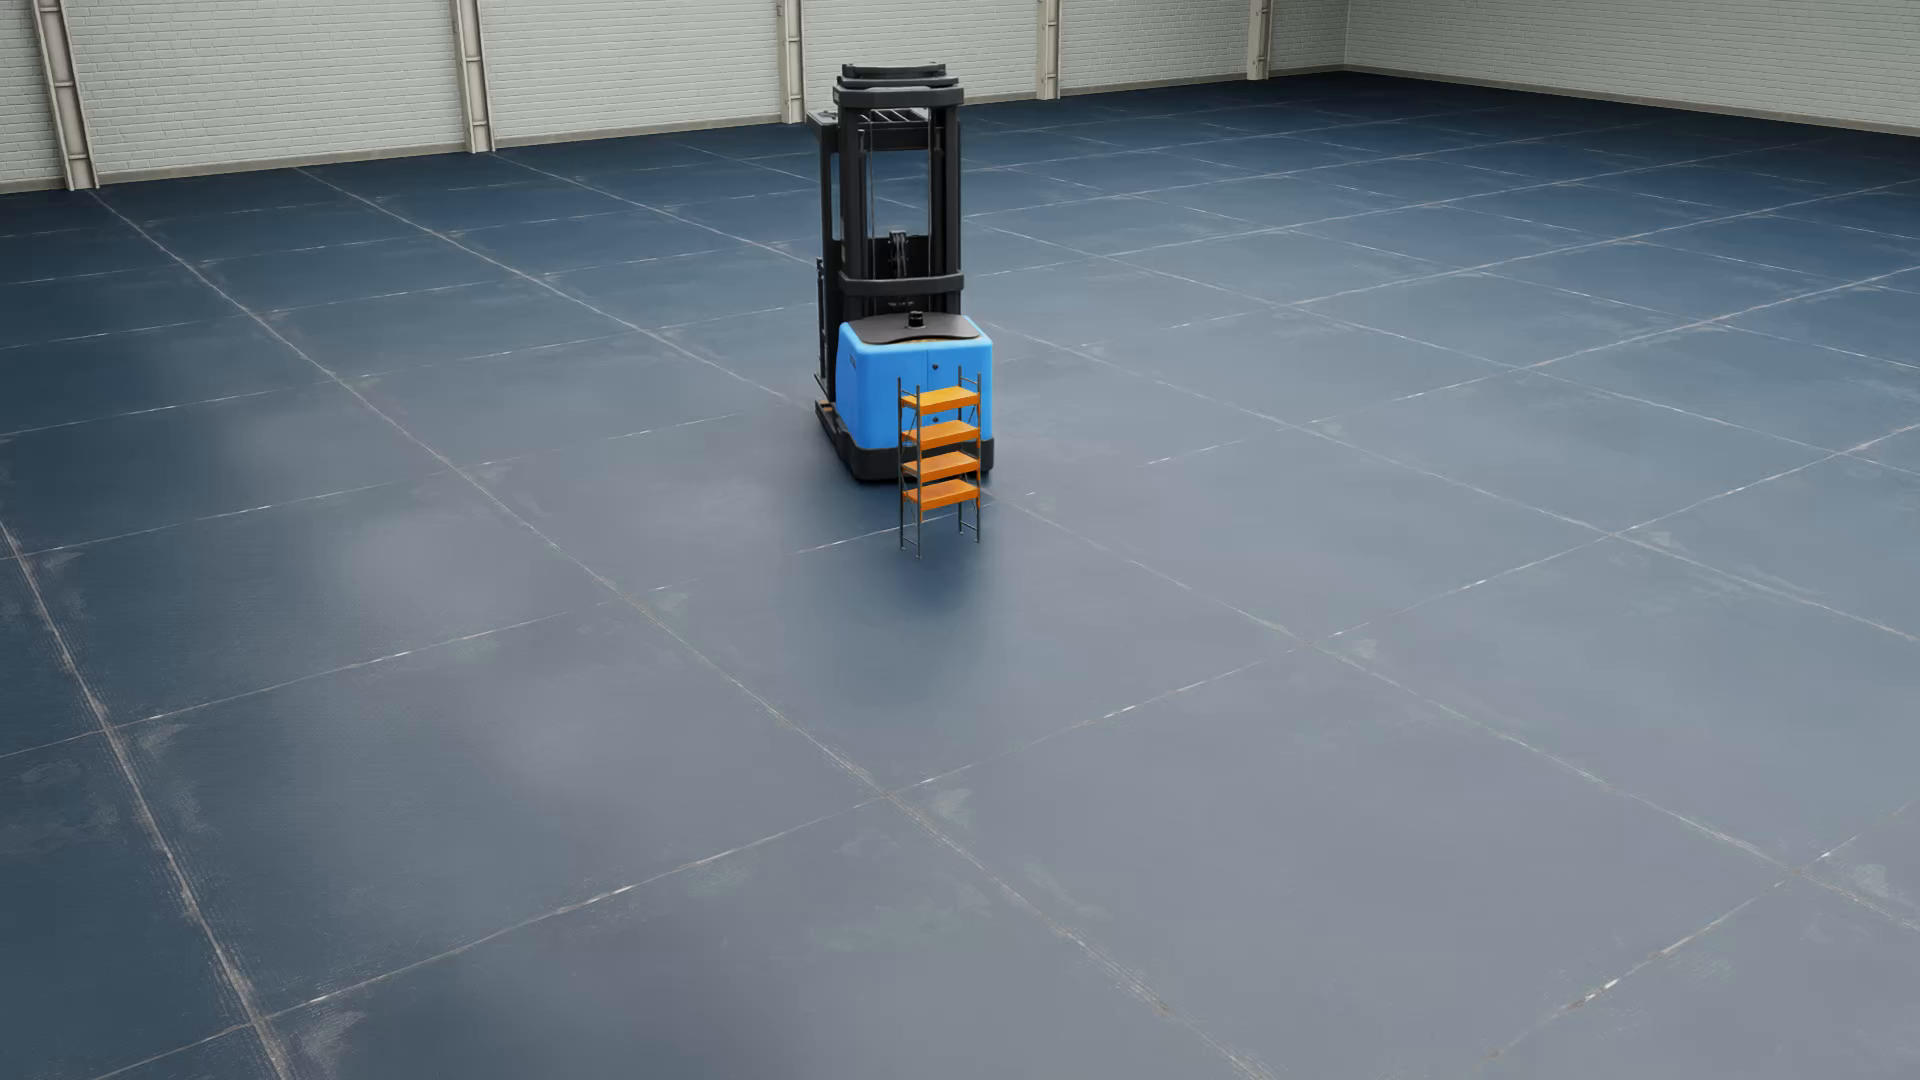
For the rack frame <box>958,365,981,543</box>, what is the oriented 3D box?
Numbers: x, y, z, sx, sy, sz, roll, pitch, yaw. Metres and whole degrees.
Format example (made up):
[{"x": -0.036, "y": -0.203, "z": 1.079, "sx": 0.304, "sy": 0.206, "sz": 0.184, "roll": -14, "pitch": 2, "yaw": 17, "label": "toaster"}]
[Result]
[{"x": 0.064, "y": -0.574, "z": 11.217, "sx": 0.015, "sy": 1.200, "sz": 0.240, "roll": -15, "pitch": 26, "yaw": -33, "label": "rack frame"}]

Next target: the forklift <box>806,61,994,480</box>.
[{"x": -0.589, "y": -2.321, "z": 13.258, "sx": 1.130, "sy": 2.935, "sz": 3.031, "roll": -5, "pitch": 22, "yaw": -13, "label": "forklift"}]

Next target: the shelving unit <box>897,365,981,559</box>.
[{"x": -0.134, "y": -0.521, "z": 11.084, "sx": 0.503, "sy": 1.200, "sz": 0.258, "roll": -15, "pitch": 26, "yaw": -33, "label": "shelving unit"}]

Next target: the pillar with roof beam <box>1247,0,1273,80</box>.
[{"x": 9.182, "y": -13.227, "z": 32.403, "sx": 0.400, "sy": 9.000, "sz": 9.100, "roll": -15, "pitch": 26, "yaw": -33, "label": "pillar with roof beam"}]

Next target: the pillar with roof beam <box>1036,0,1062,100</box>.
[{"x": 4.311, "y": -11.929, "z": 29.148, "sx": 0.400, "sy": 9.000, "sz": 9.100, "roll": -15, "pitch": 26, "yaw": -33, "label": "pillar with roof beam"}]

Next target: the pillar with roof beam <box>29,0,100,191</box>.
[{"x": -10.300, "y": -8.033, "z": 19.384, "sx": 0.400, "sy": 9.000, "sz": 9.100, "roll": -15, "pitch": 26, "yaw": -33, "label": "pillar with roof beam"}]

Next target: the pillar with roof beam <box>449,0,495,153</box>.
[{"x": -5.430, "y": -9.331, "z": 22.639, "sx": 0.400, "sy": 9.000, "sz": 9.100, "roll": -15, "pitch": 26, "yaw": -33, "label": "pillar with roof beam"}]

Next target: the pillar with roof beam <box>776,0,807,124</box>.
[{"x": -0.559, "y": -10.630, "z": 25.893, "sx": 0.400, "sy": 9.000, "sz": 9.100, "roll": -15, "pitch": 26, "yaw": -33, "label": "pillar with roof beam"}]

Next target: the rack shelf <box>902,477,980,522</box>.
[{"x": -0.134, "y": -0.275, "z": 11.183, "sx": 0.480, "sy": 0.148, "sz": 0.258, "roll": -15, "pitch": 26, "yaw": -33, "label": "rack shelf"}]

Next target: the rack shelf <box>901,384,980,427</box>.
[{"x": -0.134, "y": -0.886, "z": 10.939, "sx": 0.480, "sy": 0.148, "sz": 0.258, "roll": -15, "pitch": 26, "yaw": -33, "label": "rack shelf"}]

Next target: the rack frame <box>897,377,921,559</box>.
[{"x": -0.332, "y": -0.469, "z": 10.952, "sx": 0.015, "sy": 1.200, "sz": 0.240, "roll": -15, "pitch": 26, "yaw": -33, "label": "rack frame"}]

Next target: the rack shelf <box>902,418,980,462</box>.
[{"x": -0.134, "y": -0.667, "z": 11.026, "sx": 0.480, "sy": 0.148, "sz": 0.258, "roll": -15, "pitch": 26, "yaw": -33, "label": "rack shelf"}]

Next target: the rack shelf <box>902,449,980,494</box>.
[{"x": -0.134, "y": -0.459, "z": 11.109, "sx": 0.480, "sy": 0.148, "sz": 0.258, "roll": -15, "pitch": 26, "yaw": -33, "label": "rack shelf"}]
